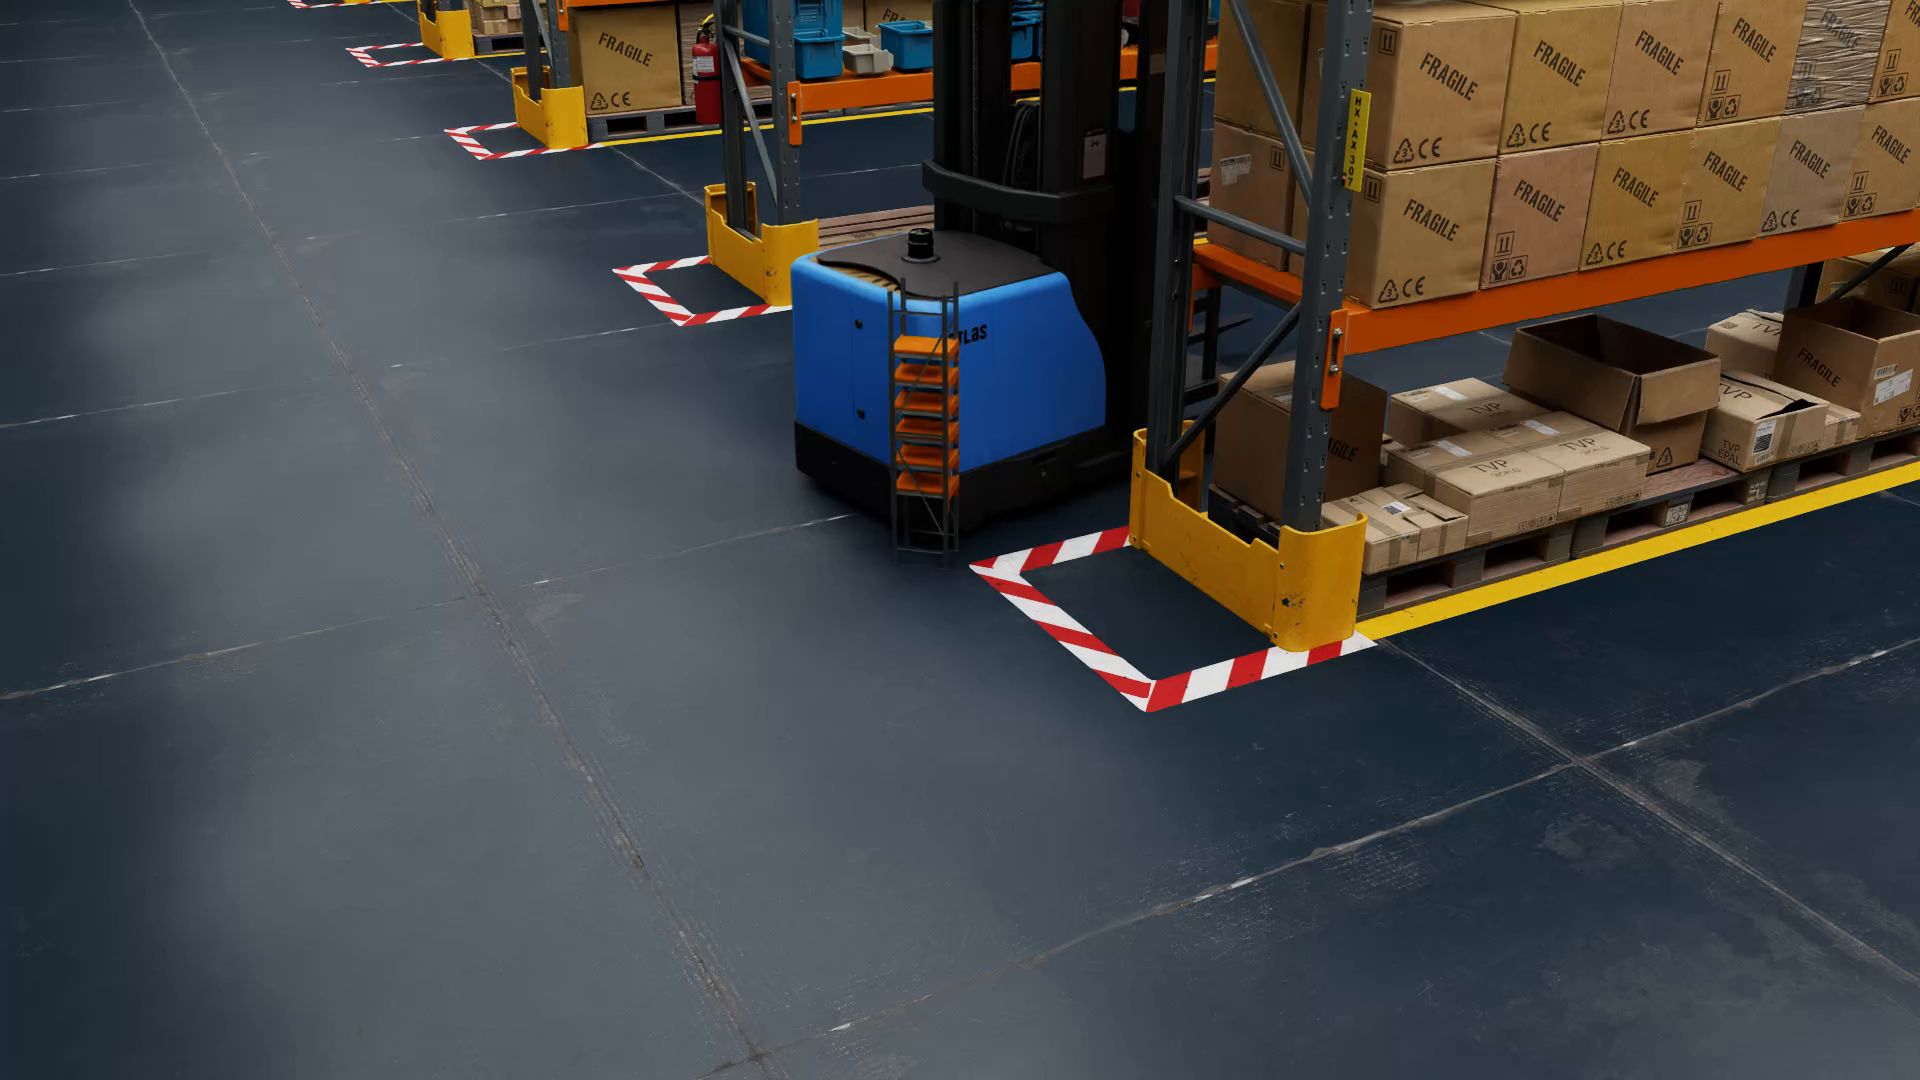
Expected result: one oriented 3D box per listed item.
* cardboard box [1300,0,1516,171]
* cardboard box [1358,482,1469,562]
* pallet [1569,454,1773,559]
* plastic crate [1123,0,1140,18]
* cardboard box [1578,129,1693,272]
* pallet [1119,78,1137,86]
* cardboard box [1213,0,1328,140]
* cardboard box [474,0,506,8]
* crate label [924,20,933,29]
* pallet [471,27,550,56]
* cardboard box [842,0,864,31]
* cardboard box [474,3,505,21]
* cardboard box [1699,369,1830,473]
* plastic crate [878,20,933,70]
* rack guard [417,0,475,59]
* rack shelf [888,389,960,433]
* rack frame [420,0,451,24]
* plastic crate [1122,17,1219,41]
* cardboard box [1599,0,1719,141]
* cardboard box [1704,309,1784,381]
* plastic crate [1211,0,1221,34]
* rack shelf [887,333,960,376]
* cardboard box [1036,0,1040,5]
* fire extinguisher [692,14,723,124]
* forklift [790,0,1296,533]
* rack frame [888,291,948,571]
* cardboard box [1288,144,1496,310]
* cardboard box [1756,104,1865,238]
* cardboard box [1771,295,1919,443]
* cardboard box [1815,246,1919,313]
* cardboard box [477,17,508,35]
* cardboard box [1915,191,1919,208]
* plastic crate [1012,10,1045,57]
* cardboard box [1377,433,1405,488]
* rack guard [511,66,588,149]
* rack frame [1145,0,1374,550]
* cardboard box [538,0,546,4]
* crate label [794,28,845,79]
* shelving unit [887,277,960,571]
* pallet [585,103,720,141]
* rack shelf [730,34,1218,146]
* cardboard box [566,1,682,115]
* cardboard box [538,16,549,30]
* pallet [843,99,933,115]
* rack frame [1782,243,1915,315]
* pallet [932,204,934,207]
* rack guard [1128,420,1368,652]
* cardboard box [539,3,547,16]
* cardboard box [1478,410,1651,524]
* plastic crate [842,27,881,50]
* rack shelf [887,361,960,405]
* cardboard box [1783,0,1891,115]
[{"bbox_3d":[1.585,-1.641,5.931,0.500,0.500,0.500,-12,28,-24],"label":"cardboard box"},{"bbox_3d":[1.821,-0.081,6.719,0.250,0.166,0.380,-13,29,-25],"label":"cardboard box"},{"bbox_3d":[2.914,-0.323,7.679,1.213,0.211,1.003,-13,29,-25],"label":"pallet"},{"bbox_3d":[1.365,-3.832,11.623,0.583,0.464,0.402,-13,29,-25],"label":"plastic crate"},{"bbox_3d":[2.482,-1.398,6.581,0.500,0.500,0.500,-13,29,-25],"label":"cardboard box"},{"bbox_3d":[1.664,-4.933,17.280,1.213,0.211,1.003,-13,29,-25],"label":"pallet"},{"bbox_3d":[1.333,-1.847,6.360,0.500,0.500,0.500,-13,29,-26],"label":"cardboard box"},{"bbox_3d":[-5.212,-6.003,18.409,0.250,0.149,0.380,-14,29,-27],"label":"cardboard box"},{"bbox_3d":[-0.127,-3.311,10.915,0.243,0.136,0.396,-13,29,-25],"label":"crate label"},{"bbox_3d":[-5.033,-5.764,19.012,1.213,0.211,1.003,-13,29,-25],"label":"pallet"},{"bbox_3d":[-1.474,-4.698,15.539,0.875,0.875,0.875,-13,29,-25],"label":"cardboard box"},{"bbox_3d":[-5.251,-5.901,18.540,0.250,0.149,0.380,-12,28,-23],"label":"cardboard box"},{"bbox_3d":[3.568,-0.579,7.588,0.500,0.311,0.500,-13,29,-25],"label":"cardboard box"},{"bbox_3d":[-0.305,-3.058,10.277,0.300,0.233,0.416,-13,29,-25],"label":"plastic crate"},{"bbox_3d":[-5.767,-5.743,18.633,0.348,0.500,1.175,-13,29,-25],"label":"rack guard"},{"bbox_3d":[-0.145,-0.529,6.792,0.258,0.103,0.180,6,26,12],"label":"rack shelf"},{"bbox_3d":[-5.834,-6.854,18.060,0.127,3.000,1.000,-13,29,-25],"label":"rack frame"},{"bbox_3d":[1.410,-3.435,11.187,0.590,0.125,0.437,-13,29,-25],"label":"plastic crate"},{"bbox_3d":[2.486,-1.850,6.367,0.500,0.500,0.500,-13,28,-24],"label":"cardboard box"},{"bbox_3d":[4.127,-0.953,8.368,0.500,0.311,0.500,-13,29,-25],"label":"cardboard box"},{"bbox_3d":[2.020,-3.657,11.350,0.575,0.384,0.392,-13,29,-25],"label":"plastic crate"},{"bbox_3d":[-0.145,-0.746,6.688,0.258,0.103,0.180,6,26,12],"label":"rack shelf"},{"bbox_3d":[0.496,-5.123,16.425,0.875,0.875,1.225,-13,29,-25],"label":"cardboard box"},{"bbox_3d":[-1.605,-2.987,10.527,0.183,0.674,0.296,-13,29,-25],"label":"fire extinguisher"},{"bbox_3d":[0.680,-1.865,7.748,3.031,2.935,1.130,-20,32,-36],"label":"forklift"},{"bbox_3d":[-0.167,-0.423,6.744,0.240,1.200,0.006,6,26,12],"label":"rack frame"},{"bbox_3d":[1.585,-1.190,6.147,0.500,0.500,0.500,-12,28,-24],"label":"cardboard box"},{"bbox_3d":[3.372,-1.604,7.010,0.500,0.500,0.500,-12,28,-24],"label":"cardboard box"},{"bbox_3d":[4.229,-0.817,7.866,0.500,0.500,0.500,-13,29,-25],"label":"cardboard box"},{"bbox_3d":[4.899,-1.251,8.770,0.500,0.500,0.500,-13,29,-25],"label":"cardboard box"},{"bbox_3d":[-5.221,-5.743,18.554,0.250,0.149,0.380,-12,28,-24],"label":"cardboard box"},{"bbox_3d":[4.278,-1.815,7.449,0.500,0.500,0.500,-12,28,-24],"label":"cardboard box"},{"bbox_3d":[0.541,-3.253,10.684,0.300,0.233,0.416,-13,29,-25],"label":"plastic crate"},{"bbox_3d":[1.833,-0.329,7.235,0.250,0.166,0.380,-13,29,-25],"label":"cardboard box"},{"bbox_3d":[-3.610,-3.807,14.603,0.348,0.500,1.175,-13,29,-25],"label":"rack guard"},{"bbox_3d":[1.069,-1.155,6.190,0.127,3.000,1.000,-13,29,-25],"label":"rack frame"},{"bbox_3d":[-4.742,-6.108,18.627,0.250,0.149,0.380,-13,29,-25],"label":"cardboard box"},{"bbox_3d":[-0.886,-2.924,9.998,0.303,0.233,0.416,-13,29,-25],"label":"crate label"},{"bbox_3d":[-0.145,-0.461,6.824,0.258,1.200,0.189,6,26,12],"label":"shelving unit"},{"bbox_3d":[-2.920,-3.875,15.077,1.213,0.211,1.003,-13,29,-25],"label":"pallet"},{"bbox_3d":[0.506,-3.131,11.136,4.000,0.370,1.077,-13,29,-25],"label":"rack shelf"},{"bbox_3d":[-3.062,-4.332,14.776,0.875,0.875,0.875,-13,29,-25],"label":"cardboard box"},{"bbox_3d":[-4.813,-5.880,18.841,0.250,0.149,0.380,-13,28,-25],"label":"cardboard box"},{"bbox_3d":[-0.767,-4.372,16.112,1.213,0.211,1.003,-13,29,-25],"label":"pallet"},{"bbox_3d":[4.599,-1.970,7.887,0.127,3.000,1.000,-13,29,-25],"label":"rack frame"},{"bbox_3d":[0.563,-2.190,11.568,1.213,0.211,1.003,-13,29,-25],"label":"pallet"},{"bbox_3d":[1.136,-0.044,6.764,0.348,0.500,1.175,-13,29,-25],"label":"rack guard"},{"bbox_3d":[-4.808,-6.019,18.785,0.250,0.149,0.380,-13,28,-24],"label":"cardboard box"},{"bbox_3d":[2.565,-0.320,7.119,0.500,0.250,0.500,-13,29,-25],"label":"cardboard box"},{"bbox_3d":[-0.624,-3.191,10.666,0.243,0.136,0.396,-13,29,-25],"label":"plastic crate"},{"bbox_3d":[-0.145,-0.638,6.740,0.258,0.103,0.180,6,26,12],"label":"rack shelf"},{"bbox_3d":[3.379,-2.056,6.795,0.500,0.500,0.500,-13,28,-25],"label":"cardboard box"}]
